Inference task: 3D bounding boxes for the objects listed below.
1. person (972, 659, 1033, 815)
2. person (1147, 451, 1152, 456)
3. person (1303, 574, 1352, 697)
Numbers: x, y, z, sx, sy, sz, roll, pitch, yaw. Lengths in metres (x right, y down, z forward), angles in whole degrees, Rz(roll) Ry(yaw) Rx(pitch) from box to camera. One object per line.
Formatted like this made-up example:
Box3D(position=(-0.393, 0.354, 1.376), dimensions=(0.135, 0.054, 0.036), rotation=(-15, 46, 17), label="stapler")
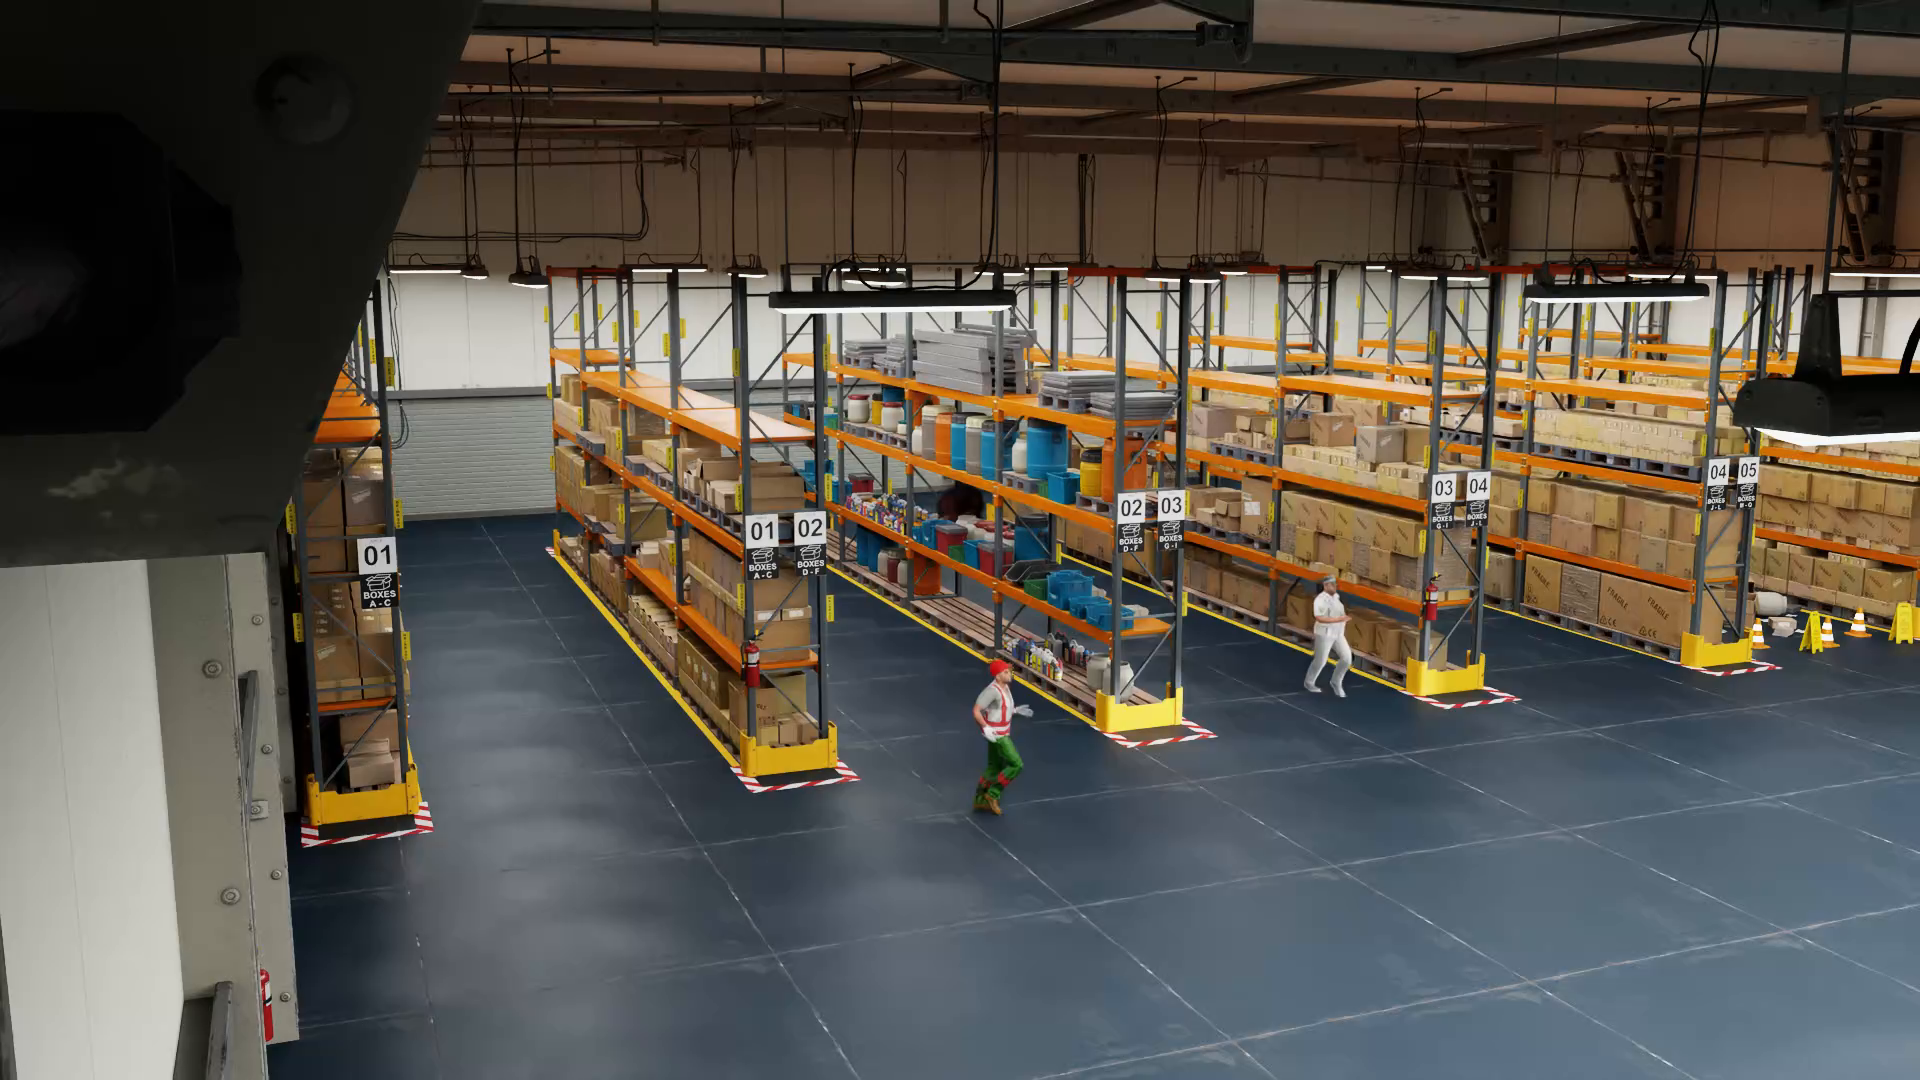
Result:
Box3D(position=(0.480, 2.219, 18.833), dimensions=(0.671, 1.773, 0.624), rotation=(2, 10, 9), label="person")
Box3D(position=(4.257, -1.300, 39.430), dimensions=(0.738, 1.647, 0.679), rotation=(3, 10, 19), label="person")
Box3D(position=(5.276, 1.386, 23.713), dimensions=(0.650, 1.836, 0.752), rotation=(-7, 12, -36), label="person")
